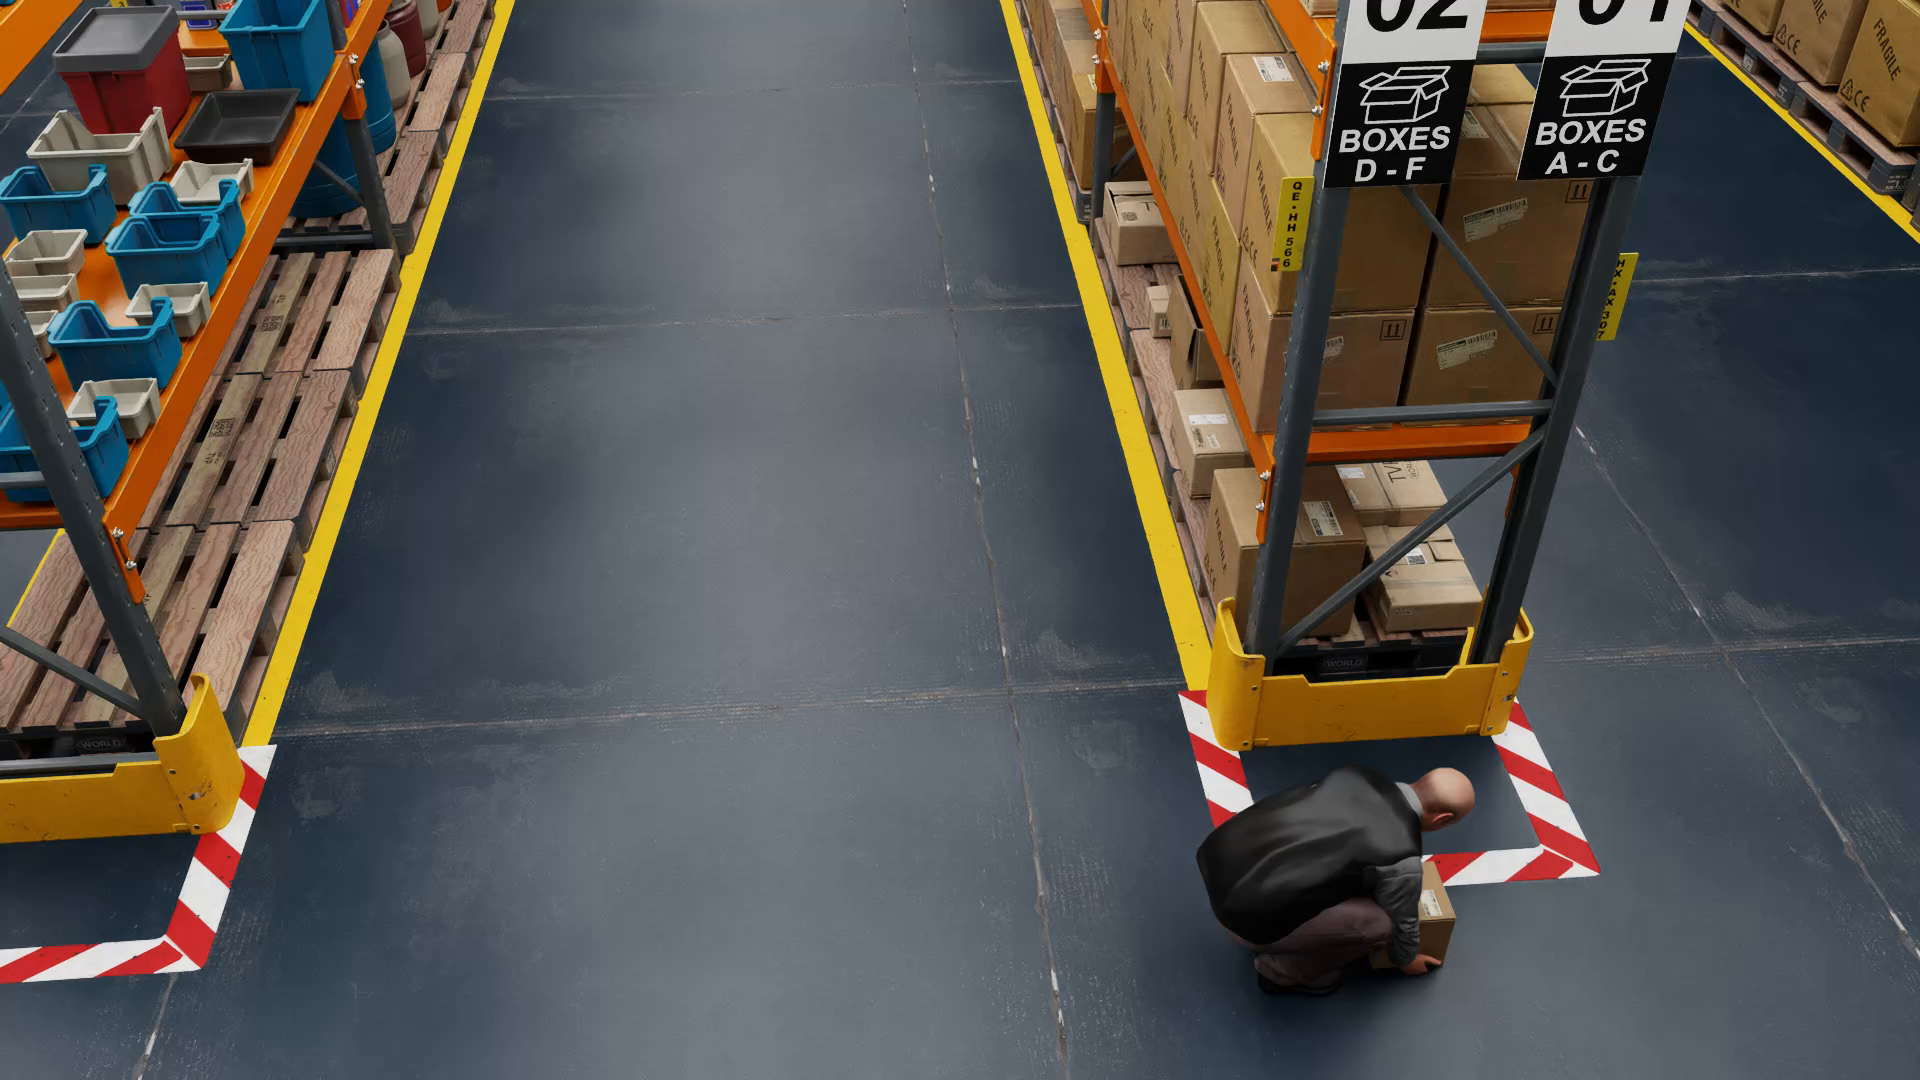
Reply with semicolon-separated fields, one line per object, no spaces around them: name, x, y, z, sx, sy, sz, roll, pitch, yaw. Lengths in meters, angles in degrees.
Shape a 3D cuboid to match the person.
person;1.245;1.156;5.578;0.905;0.842;0.515;-5;39;-6
